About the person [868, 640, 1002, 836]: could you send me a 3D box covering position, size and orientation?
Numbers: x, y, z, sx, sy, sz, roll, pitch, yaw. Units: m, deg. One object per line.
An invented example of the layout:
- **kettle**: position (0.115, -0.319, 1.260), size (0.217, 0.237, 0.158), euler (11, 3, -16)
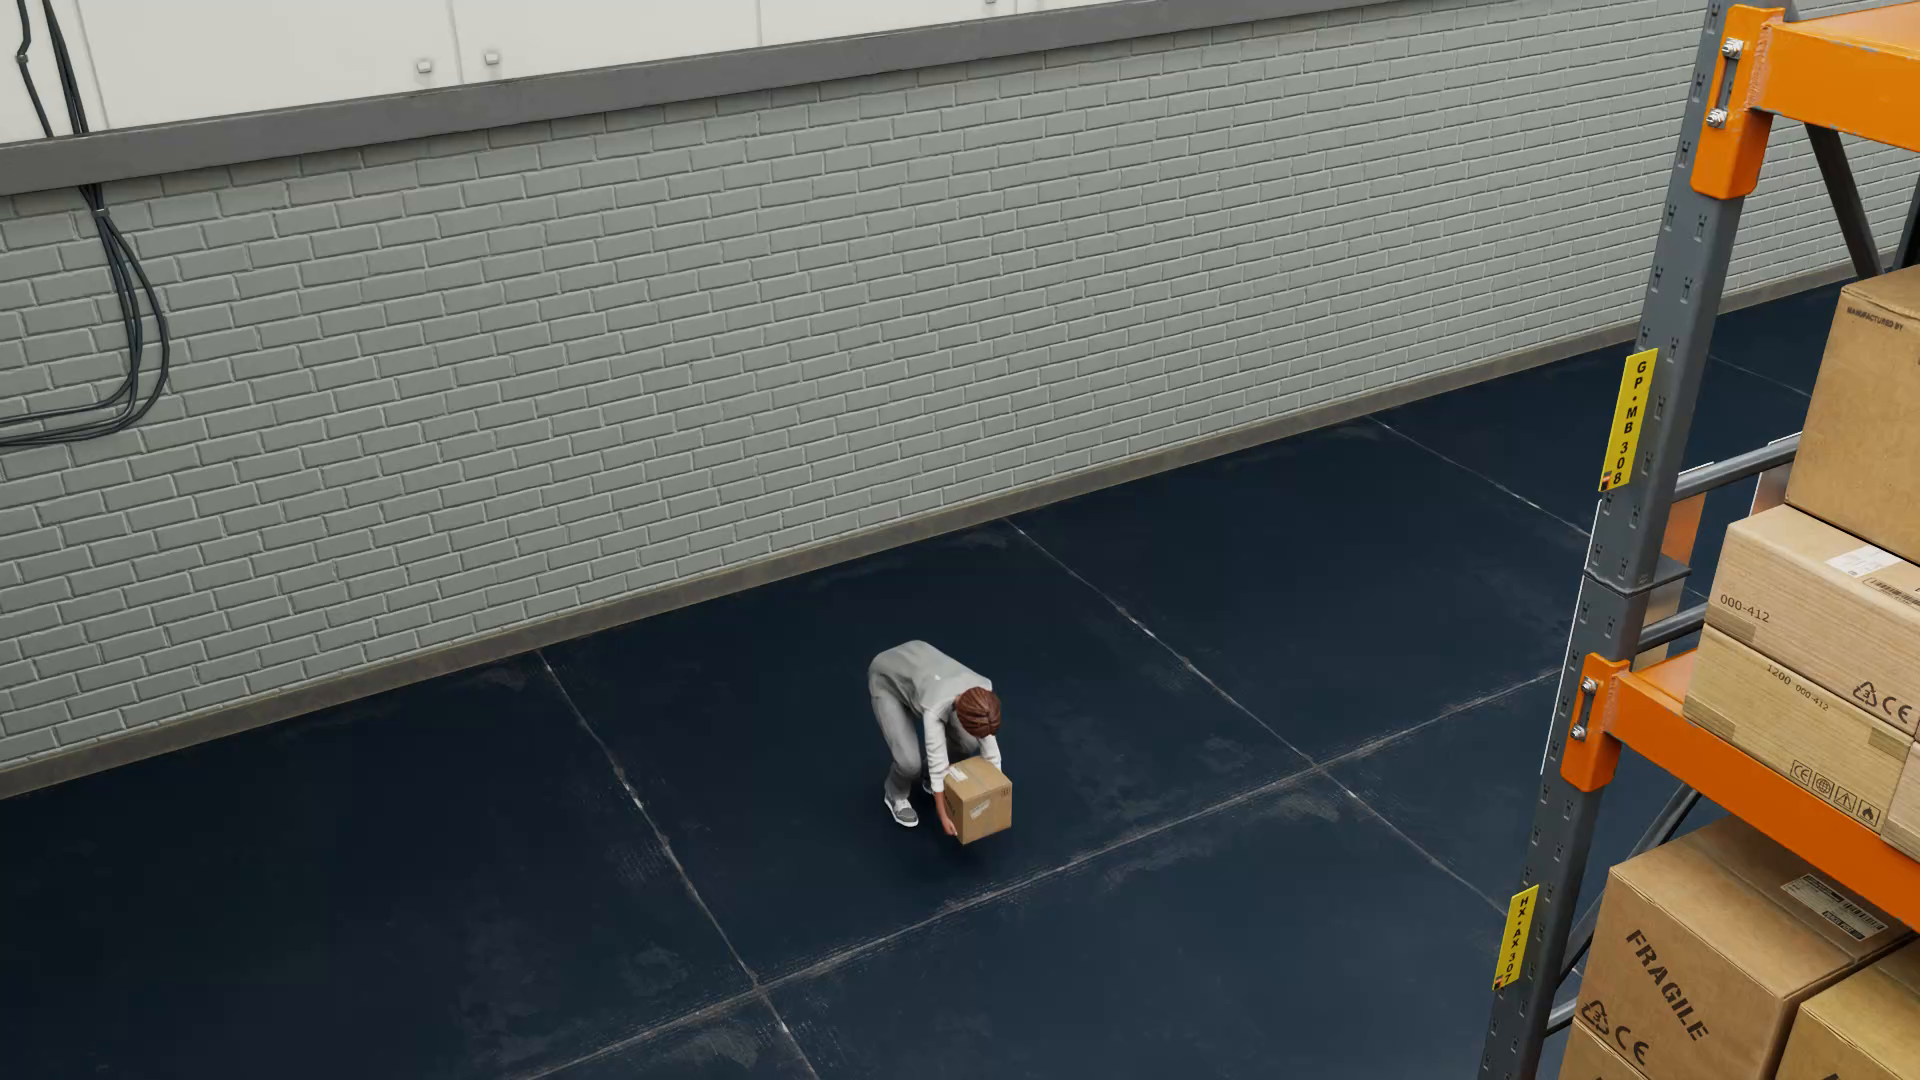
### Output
- **person**: position (-0.099, 0.930, 7.597), size (0.429, 0.923, 0.862), euler (-18, 34, -28)
